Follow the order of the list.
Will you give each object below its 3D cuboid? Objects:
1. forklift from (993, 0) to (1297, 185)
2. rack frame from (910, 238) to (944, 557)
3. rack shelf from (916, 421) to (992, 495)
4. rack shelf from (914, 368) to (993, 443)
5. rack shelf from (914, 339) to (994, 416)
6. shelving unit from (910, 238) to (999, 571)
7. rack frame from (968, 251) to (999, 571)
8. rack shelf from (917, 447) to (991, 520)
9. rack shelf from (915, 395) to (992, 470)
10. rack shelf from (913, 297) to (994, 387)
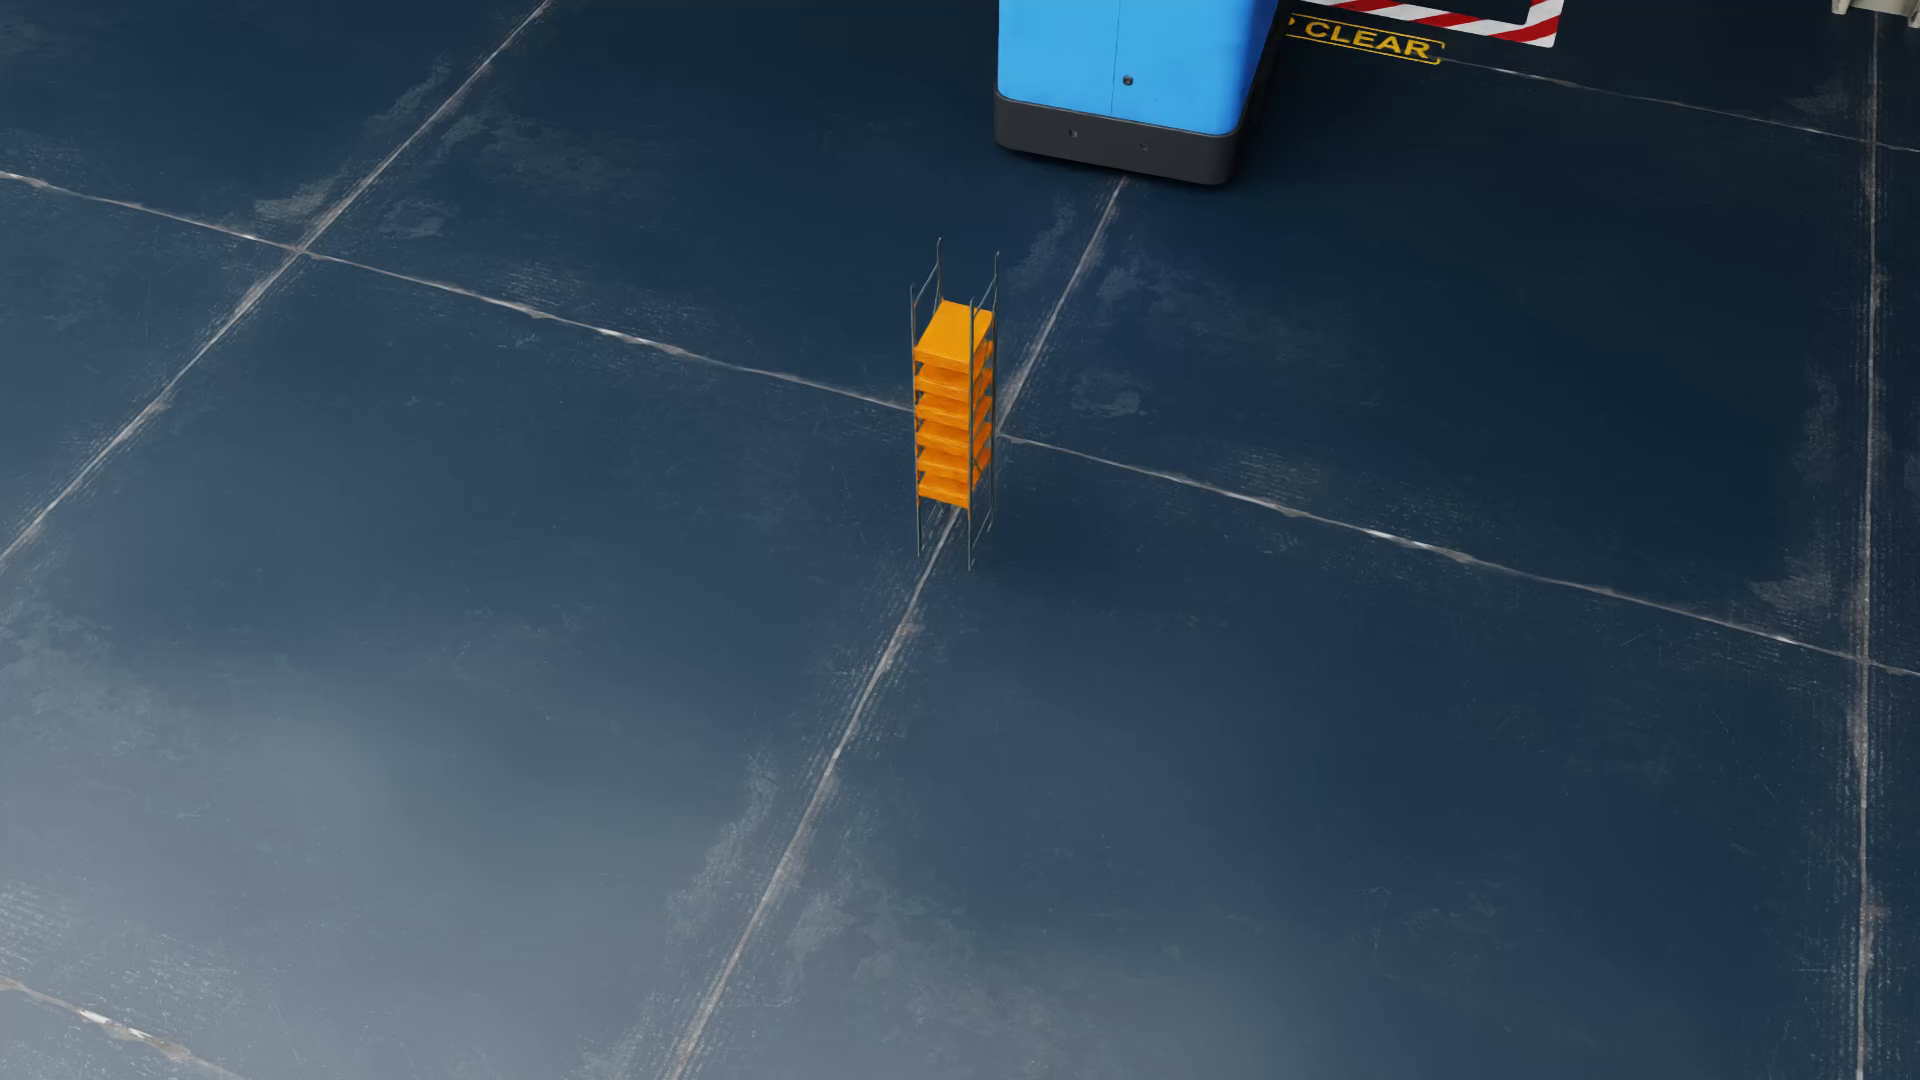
[{"bbox_3d":[1.061,-3.584,6.916,1.130,2.935,3.031,13,50,11],"label":"forklift"},{"bbox_3d":[-0.099,-0.421,5.321,0.006,1.200,0.240,16,51,13],"label":"rack frame"},{"bbox_3d":[-0.014,-0.289,5.424,0.180,0.103,0.258,16,51,13],"label":"rack shelf"},{"bbox_3d":[-0.014,-0.446,5.243,0.180,0.103,0.258,16,51,13],"label":"rack shelf"},{"bbox_3d":[-0.014,-0.525,5.152,0.180,0.103,0.258,16,51,13],"label":"rack shelf"},{"bbox_3d":[-0.014,-0.397,5.300,0.189,1.200,0.258,16,51,13],"label":"shelving unit"},{"bbox_3d":[0.072,-0.373,5.279,0.006,1.200,0.240,16,51,13],"label":"rack frame"},{"bbox_3d":[-0.014,-0.210,5.515,0.180,0.103,0.258,16,51,13],"label":"rack shelf"},{"bbox_3d":[-0.014,-0.368,5.333,0.180,0.103,0.258,16,51,13],"label":"rack shelf"},{"bbox_3d":[-0.014,-0.603,5.061,0.180,0.103,0.258,16,51,13],"label":"rack shelf"}]
